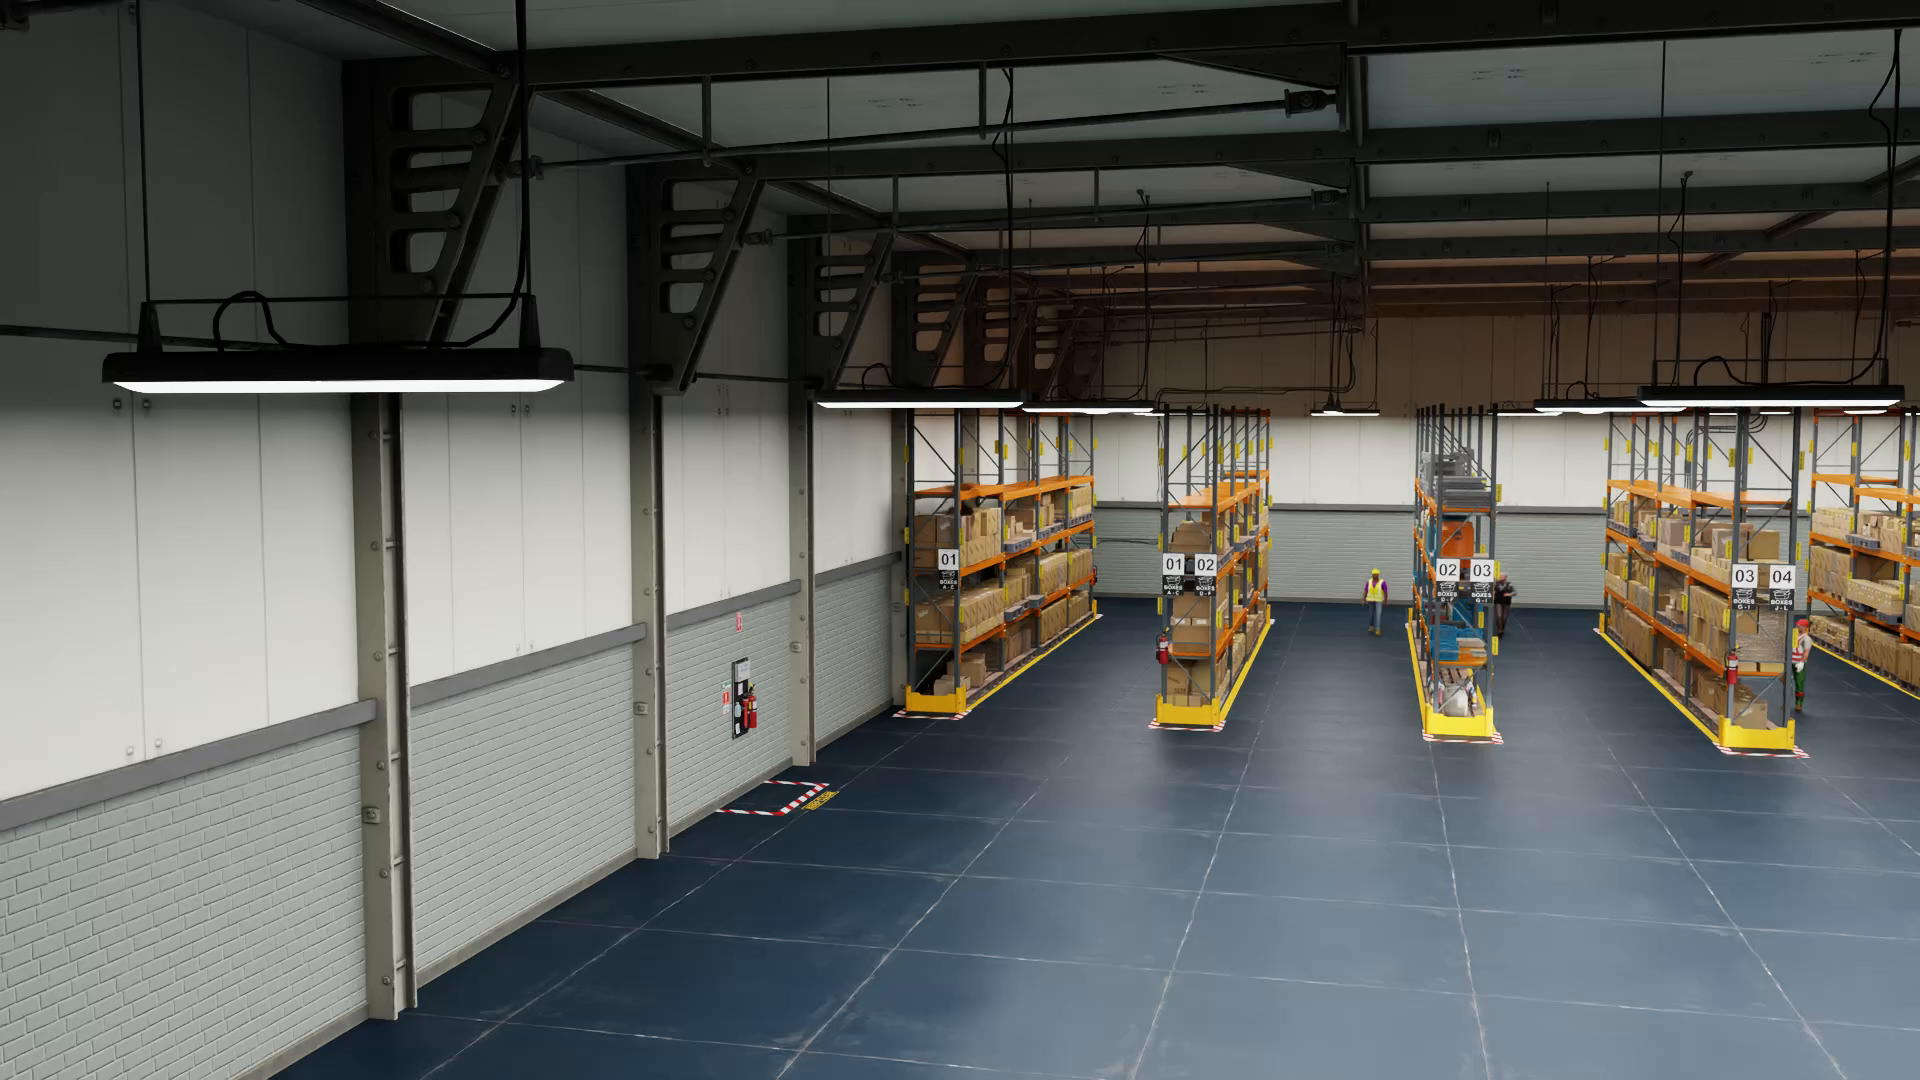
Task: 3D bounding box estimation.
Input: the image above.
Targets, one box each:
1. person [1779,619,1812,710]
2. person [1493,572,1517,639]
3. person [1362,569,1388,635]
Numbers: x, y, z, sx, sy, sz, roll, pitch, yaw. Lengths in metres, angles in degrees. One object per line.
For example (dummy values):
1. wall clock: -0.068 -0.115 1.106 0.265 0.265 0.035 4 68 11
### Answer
1. person: 16.404 2.462 32.639 0.610 1.816 0.557 -3 5 -40
2. person: 14.169 1.685 43.294 0.615 1.696 0.995 1 4 12
3. person: 11.020 1.634 44.189 0.659 1.724 0.994 1 4 14
